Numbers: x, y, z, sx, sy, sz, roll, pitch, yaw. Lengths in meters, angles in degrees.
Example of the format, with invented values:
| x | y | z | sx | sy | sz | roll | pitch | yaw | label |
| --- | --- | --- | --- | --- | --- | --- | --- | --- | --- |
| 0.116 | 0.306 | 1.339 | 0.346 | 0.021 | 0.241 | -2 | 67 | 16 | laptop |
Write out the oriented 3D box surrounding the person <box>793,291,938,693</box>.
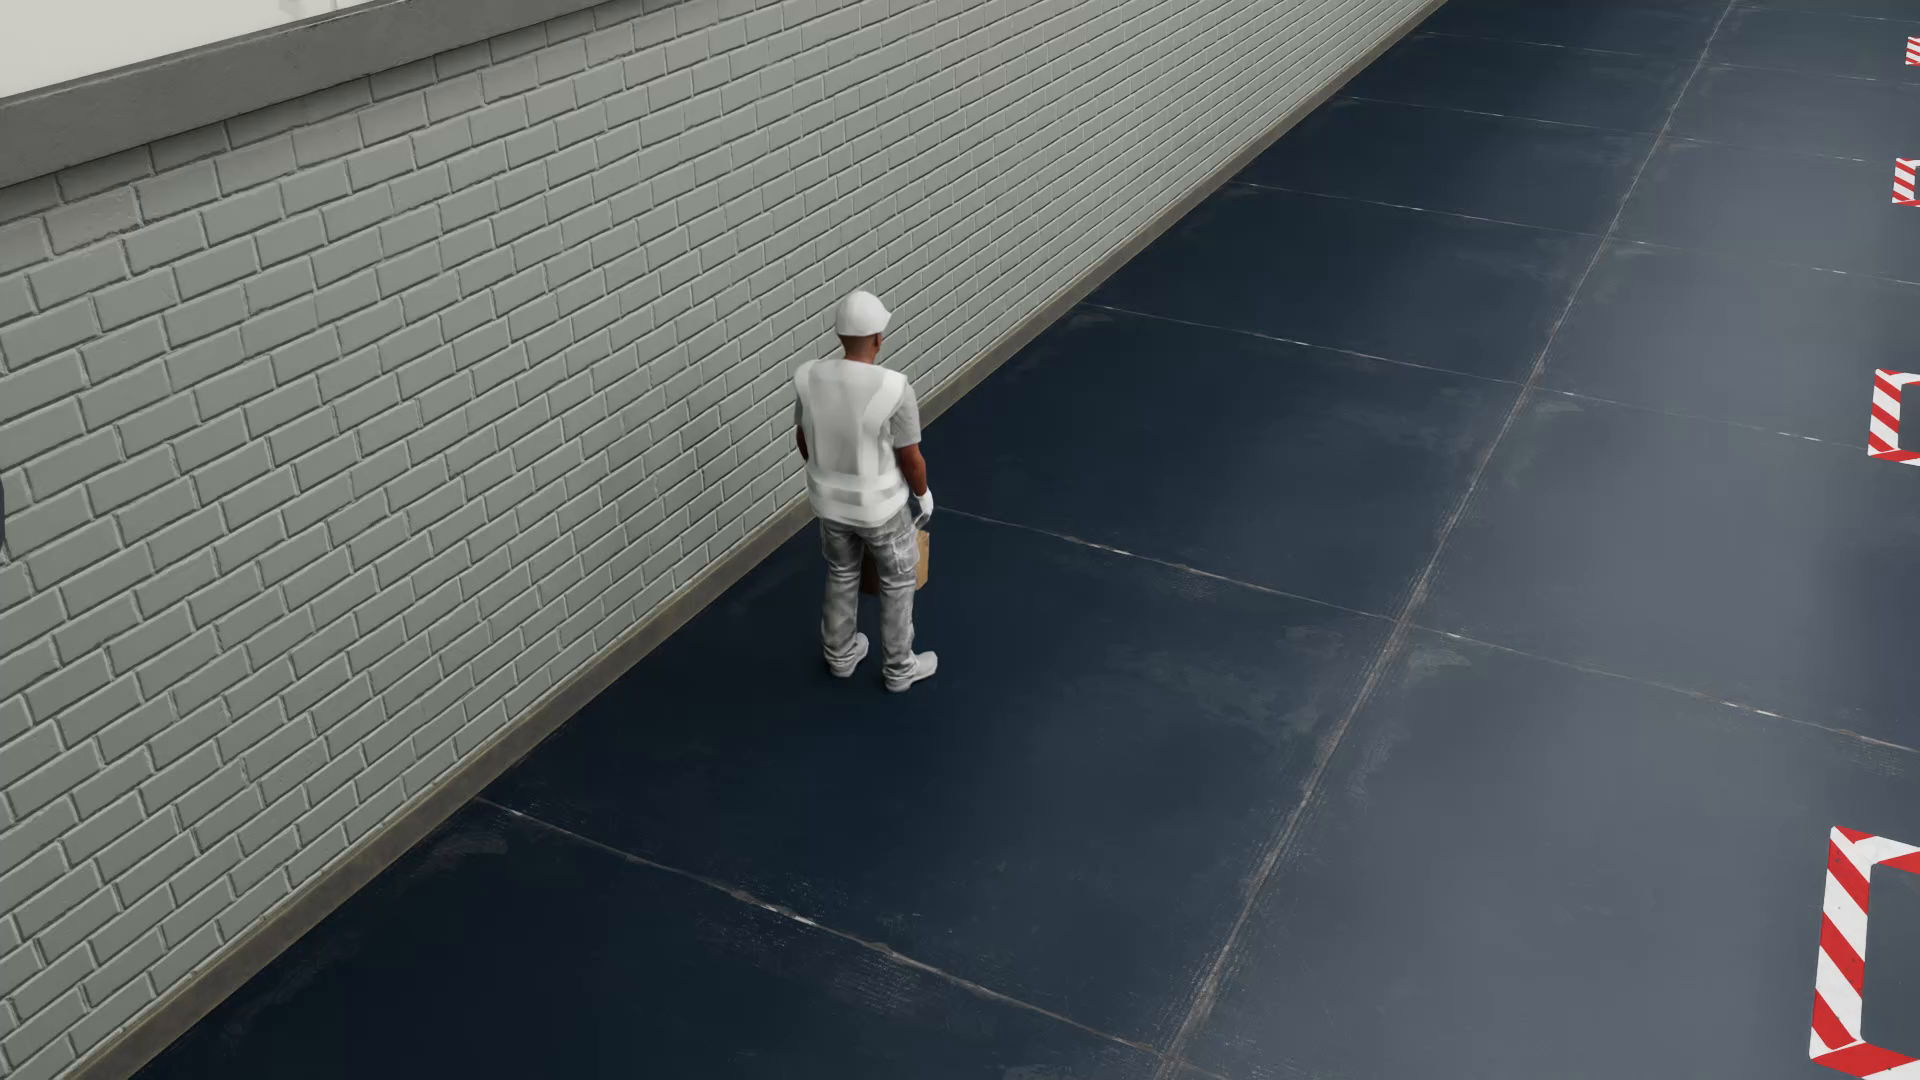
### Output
| x | y | z | sx | sy | sz | roll | pitch | yaw | label |
| --- | --- | --- | --- | --- | --- | --- | --- | --- | --- |
| -0.406 | -0.181 | 7.001 | 0.581 | 1.779 | 0.422 | 13 | 32 | 22 | person |
